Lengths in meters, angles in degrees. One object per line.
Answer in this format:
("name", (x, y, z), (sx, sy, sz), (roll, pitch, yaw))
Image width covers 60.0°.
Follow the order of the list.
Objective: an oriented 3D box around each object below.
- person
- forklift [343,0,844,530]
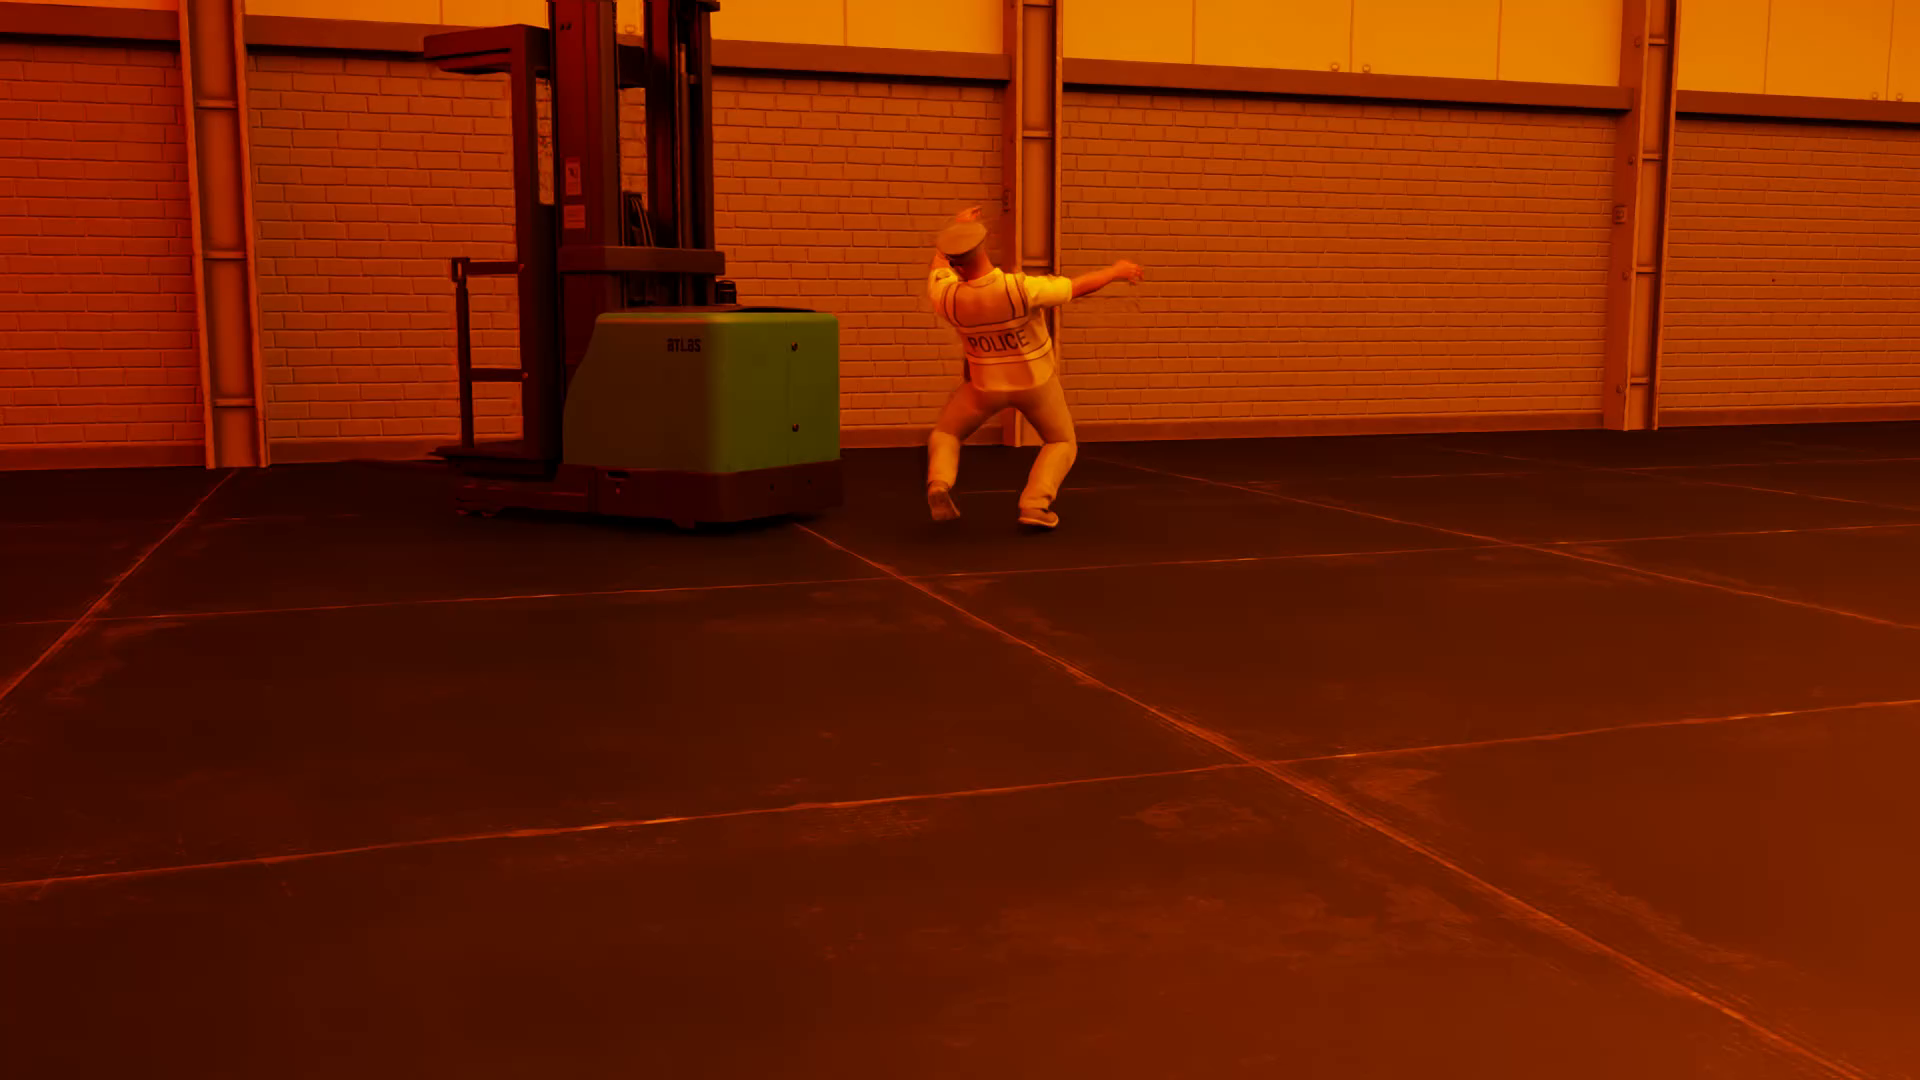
("person", (0.356, -0.840, 8.115), (1.071, 1.594, 0.737), (1, 8, 4))
("forklift", (-2.136, -1.625, 8.997), (3.031, 2.935, 1.130), (5, 9, 32))
